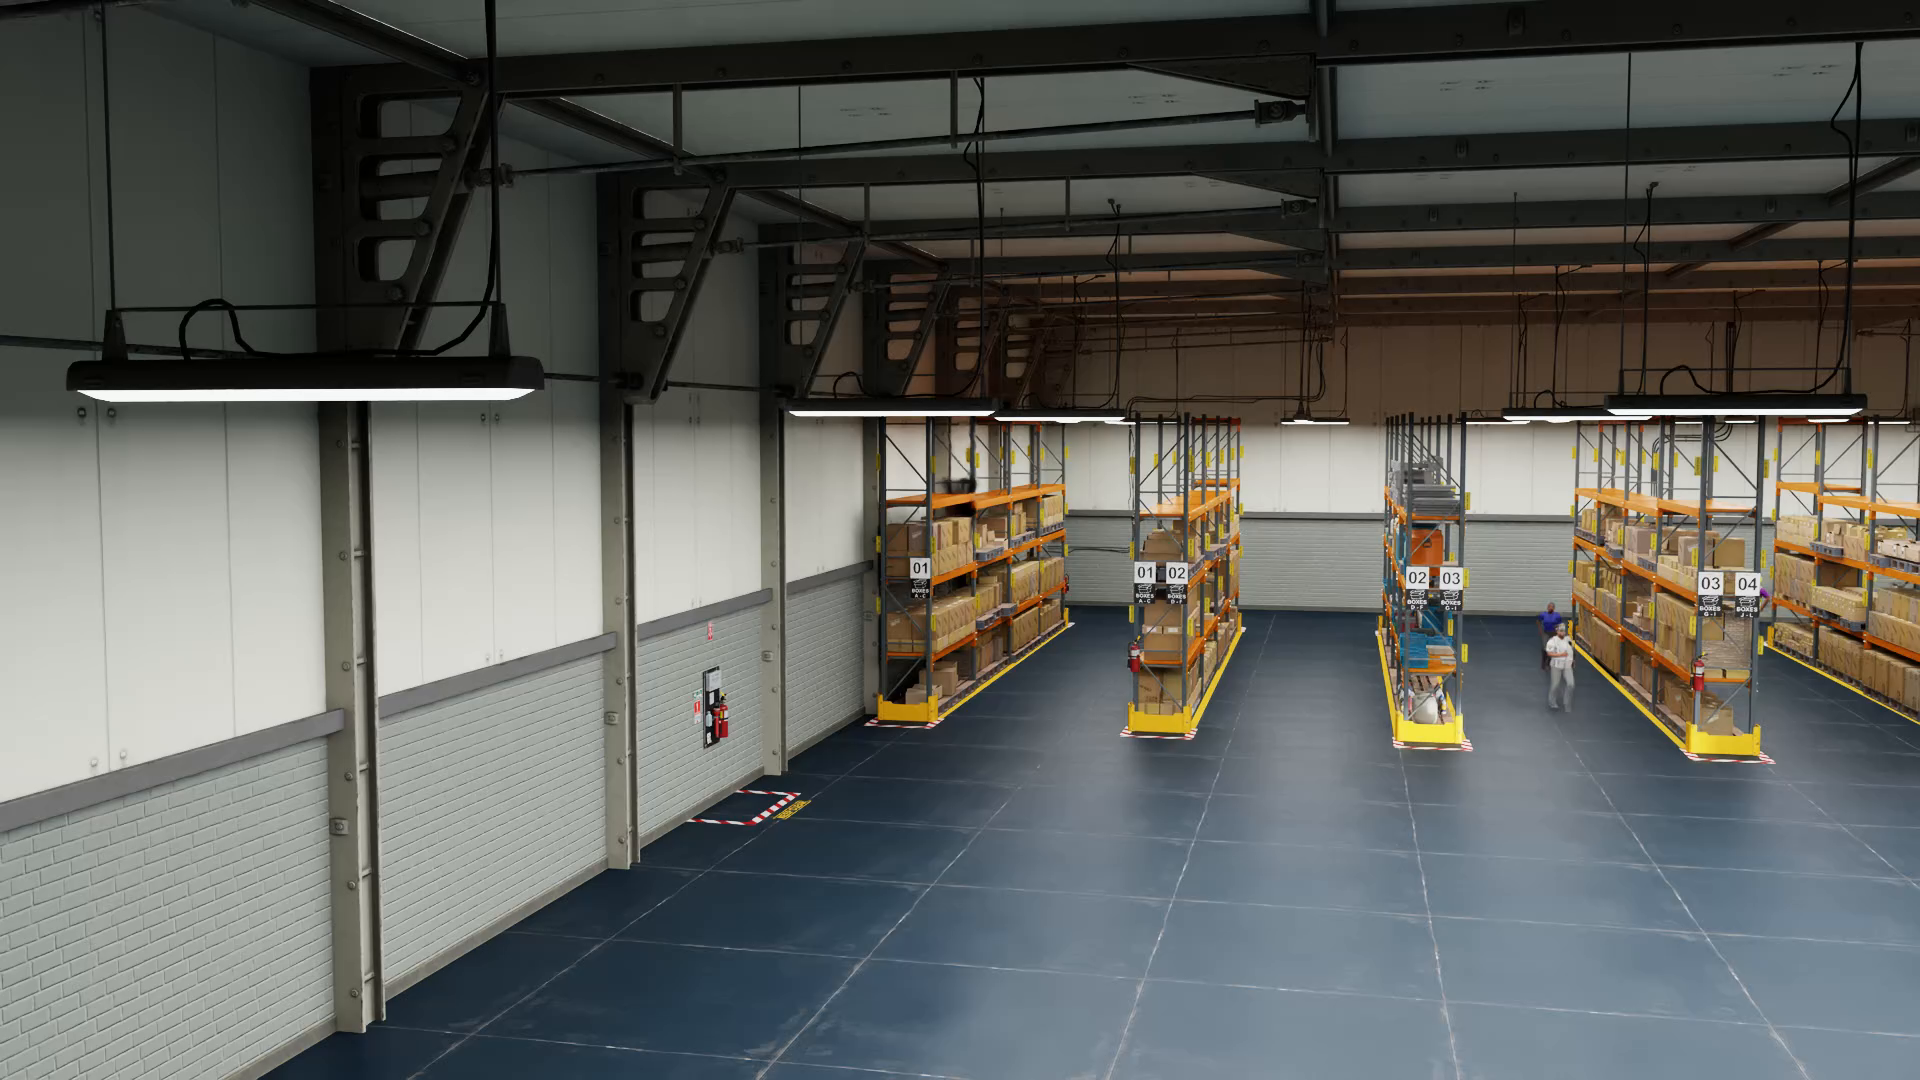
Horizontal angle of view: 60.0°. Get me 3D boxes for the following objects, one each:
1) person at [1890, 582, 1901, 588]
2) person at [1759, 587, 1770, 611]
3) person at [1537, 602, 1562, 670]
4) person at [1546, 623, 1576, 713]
[{"bbox_3d":[24.711,1.931,43.977,0.586,1.659,0.617,0,4,5],"label":"person"},{"bbox_3d":[21.161,1.840,44.471,0.873,1.777,0.757,-1,4,-11],"label":"person"},{"bbox_3d":[13.844,2.269,39.048,0.571,1.597,0.654,1,4,18],"label":"person"},{"bbox_3d":[12.114,2.582,33.493,0.633,1.828,0.753,0,4,0],"label":"person"}]
